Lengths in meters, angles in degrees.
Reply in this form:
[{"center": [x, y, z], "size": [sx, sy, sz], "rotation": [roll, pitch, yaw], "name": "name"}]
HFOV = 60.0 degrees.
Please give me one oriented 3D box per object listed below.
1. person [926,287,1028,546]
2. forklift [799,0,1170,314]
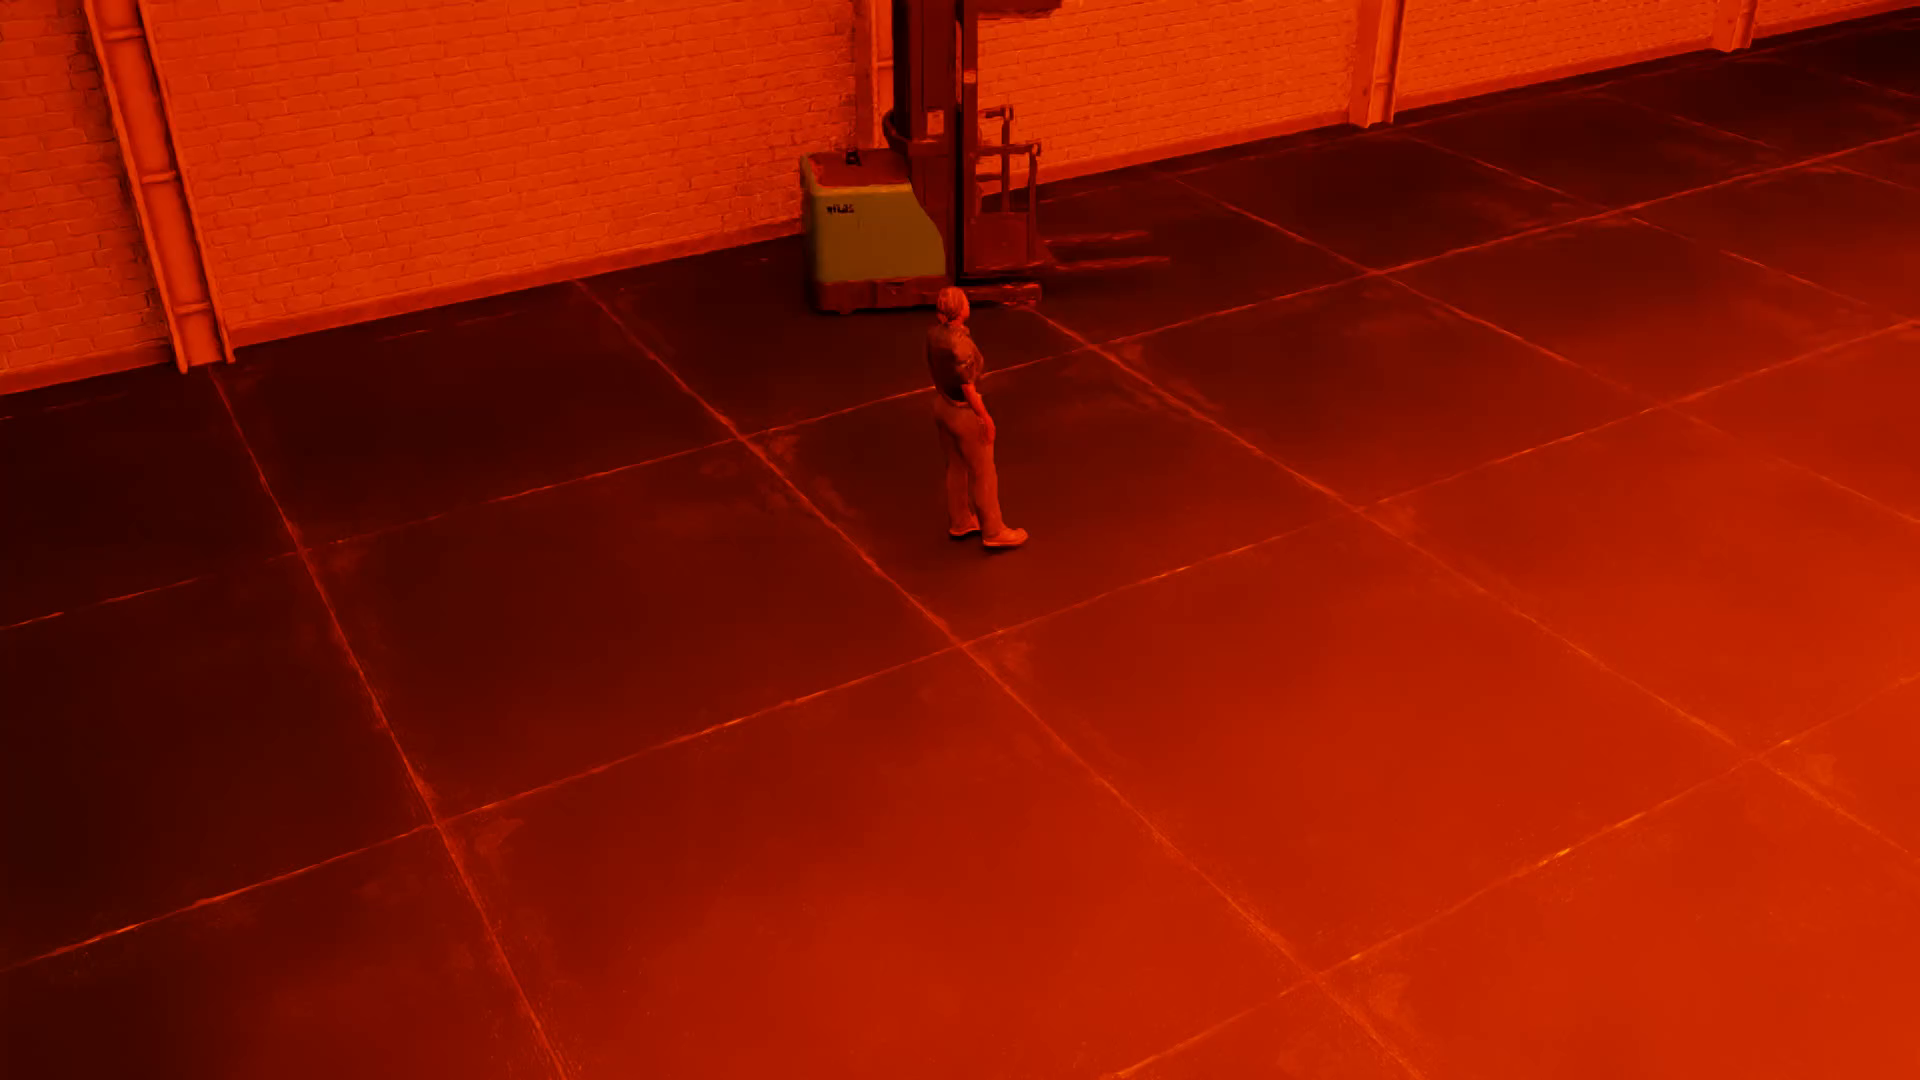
[{"center": [0.085, -0.764, 10.075], "size": [0.504, 1.654, 0.570], "rotation": [-17, 35, -26], "name": "person"}, {"center": [0.224, -3.455, 13.418], "size": [3.031, 2.935, 1.130], "rotation": [-6, 31, -9], "name": "forklift"}]
